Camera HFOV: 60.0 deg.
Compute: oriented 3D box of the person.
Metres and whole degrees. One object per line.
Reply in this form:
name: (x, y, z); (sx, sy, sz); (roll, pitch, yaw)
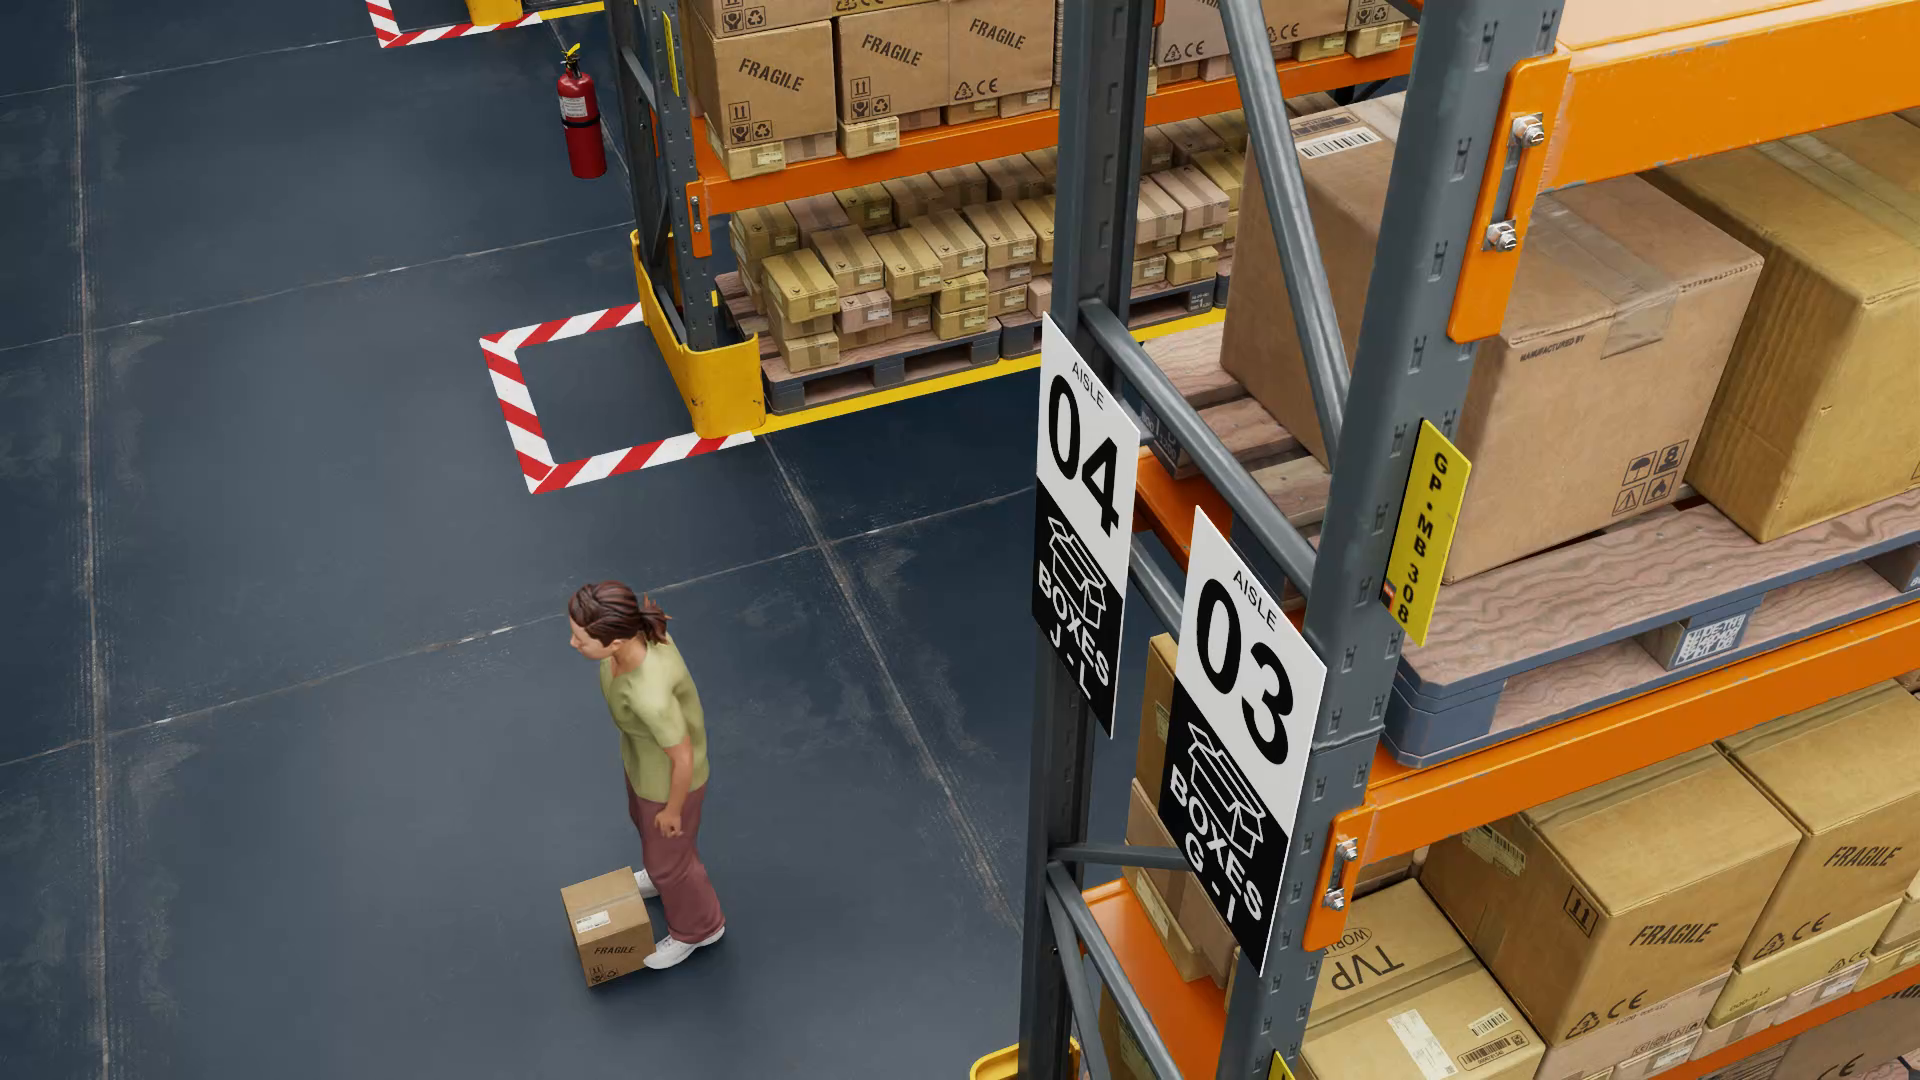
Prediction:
person: (-0.984, 0.735, 5.341); (0.353, 1.673, 0.501); (-16, 44, -17)
